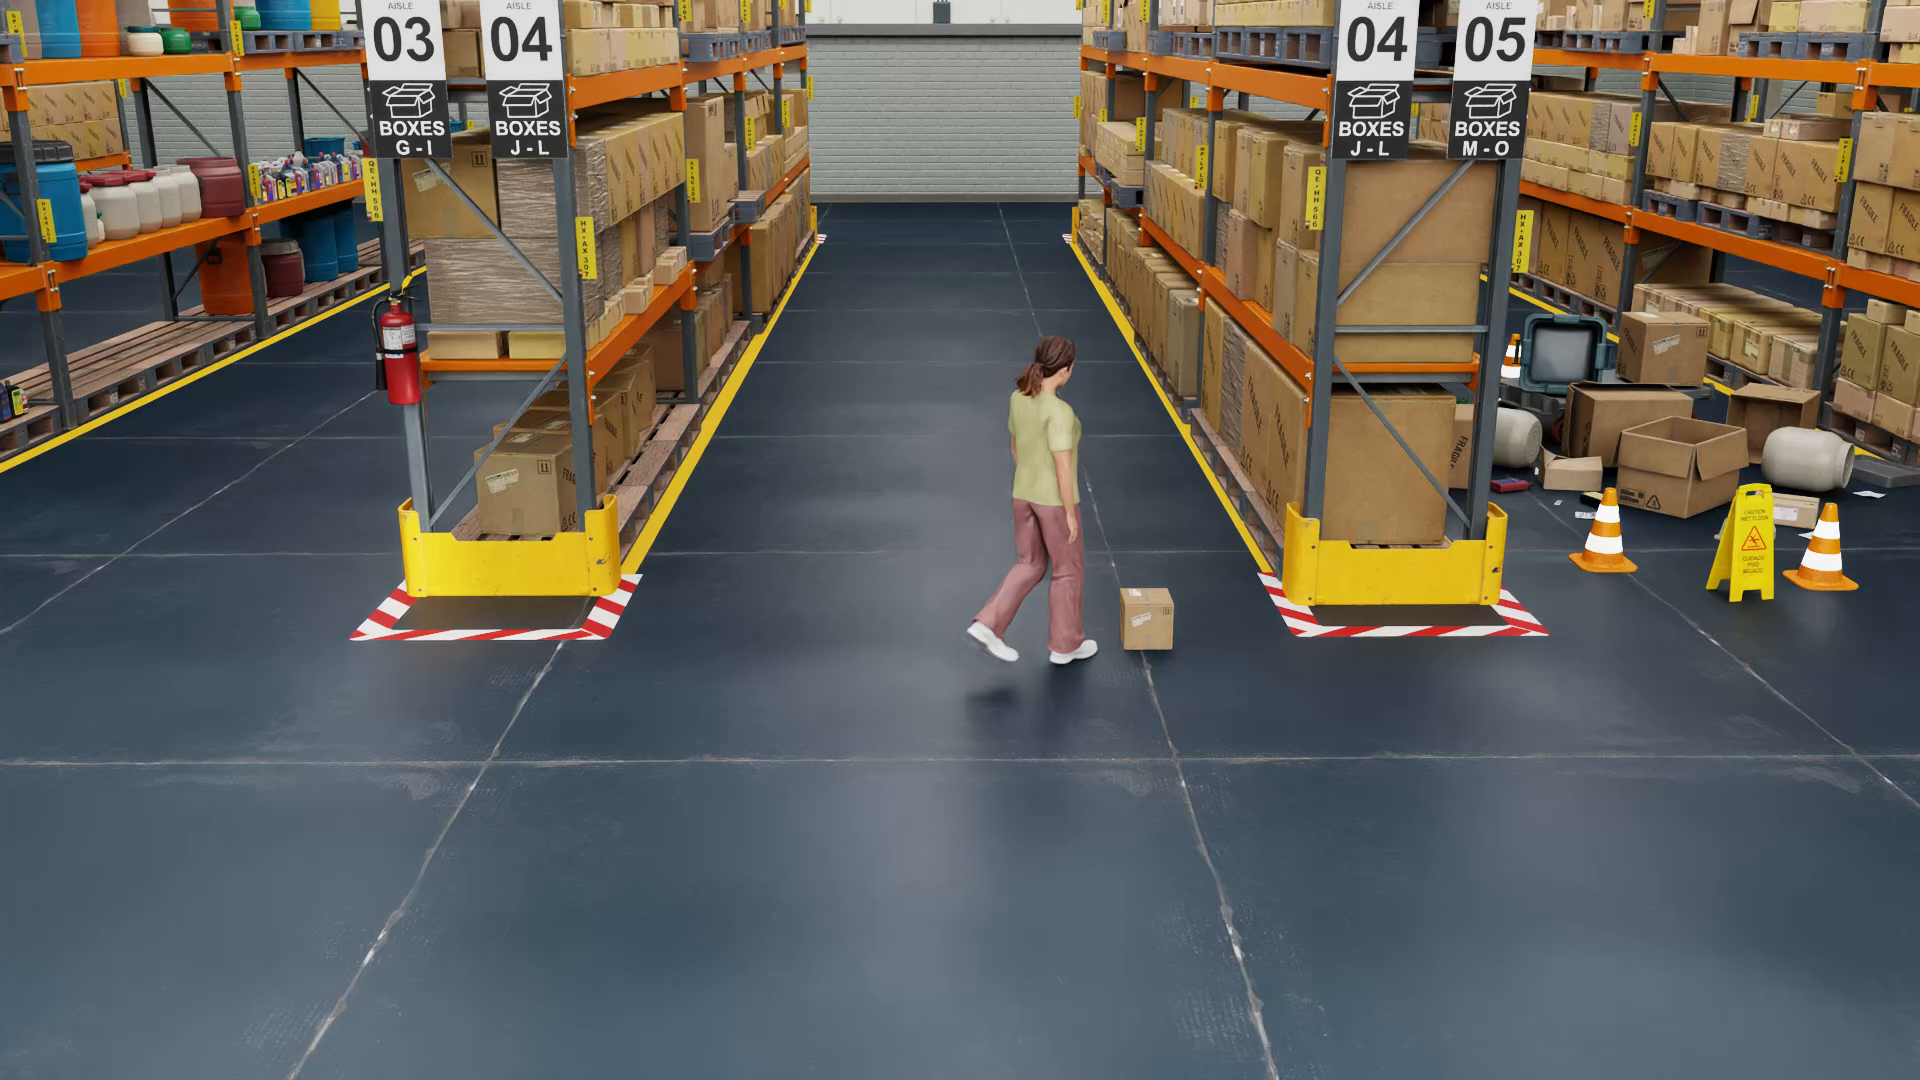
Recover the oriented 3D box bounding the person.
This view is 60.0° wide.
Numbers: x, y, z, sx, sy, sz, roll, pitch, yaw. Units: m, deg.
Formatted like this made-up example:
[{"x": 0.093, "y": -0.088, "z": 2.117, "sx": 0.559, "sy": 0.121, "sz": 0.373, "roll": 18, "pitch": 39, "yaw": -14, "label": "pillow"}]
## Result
[{"x": 0.390, "y": -0.165, "z": 8.058, "sx": 0.754, "sy": 1.664, "sz": 0.467, "roll": -15, "pitch": 23, "yaw": -41, "label": "person"}]
